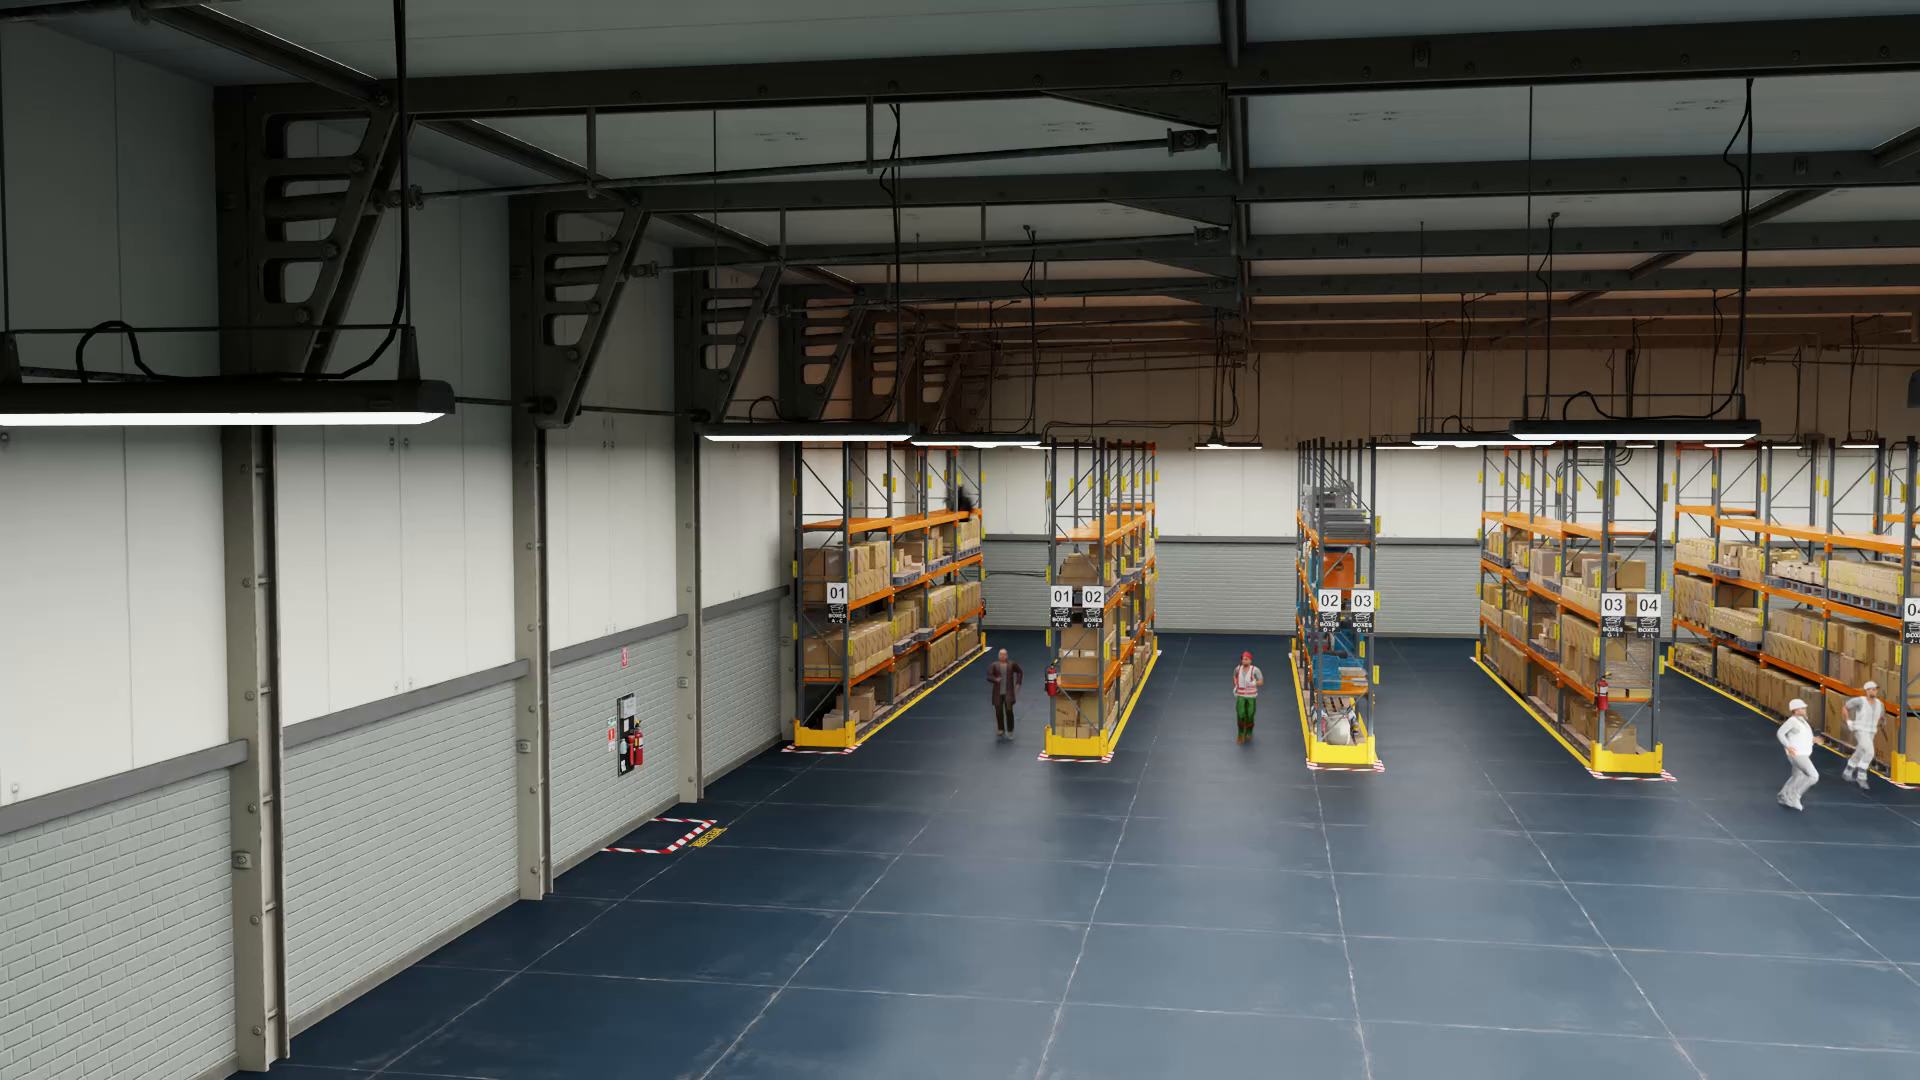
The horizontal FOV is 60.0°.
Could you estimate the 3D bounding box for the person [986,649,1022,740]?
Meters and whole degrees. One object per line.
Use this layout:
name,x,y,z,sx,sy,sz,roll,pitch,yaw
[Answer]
person,0.875,3.090,33.194,0.698,1.830,0.779,0,3,6

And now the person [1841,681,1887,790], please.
person,15.534,3.322,28.490,0.632,1.810,0.741,-1,3,-18

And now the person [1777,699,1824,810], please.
person,13.437,3.429,26.586,0.682,1.759,0.631,2,4,39

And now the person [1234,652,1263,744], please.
person,5.647,3.117,32.672,0.616,1.835,0.744,1,3,20

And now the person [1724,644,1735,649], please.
person,21.197,2.480,45.687,0.691,1.652,0.534,0,3,1
